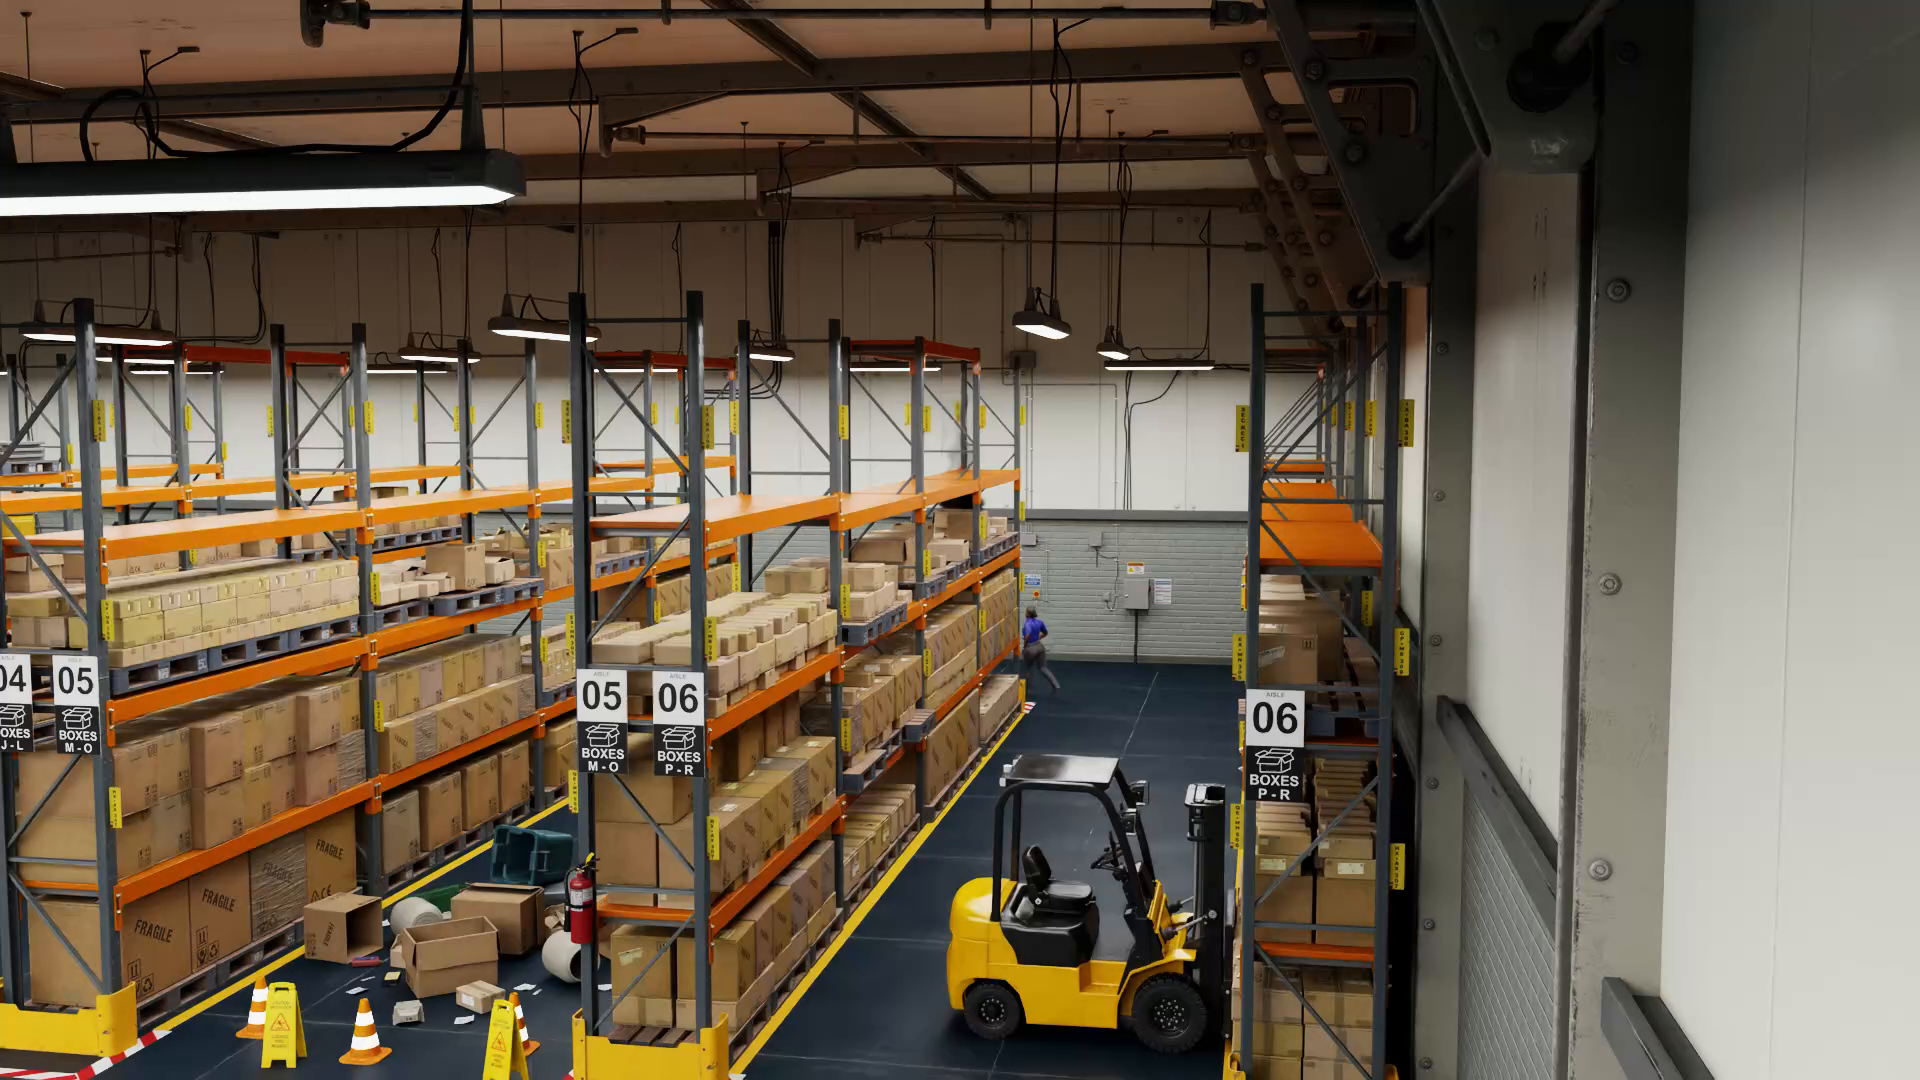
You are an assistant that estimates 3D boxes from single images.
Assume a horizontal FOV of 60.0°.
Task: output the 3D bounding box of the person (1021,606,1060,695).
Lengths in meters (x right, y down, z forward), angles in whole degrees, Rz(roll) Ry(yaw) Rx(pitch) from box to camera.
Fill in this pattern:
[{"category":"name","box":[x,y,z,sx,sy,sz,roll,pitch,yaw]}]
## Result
[{"category":"person","box":[1.287,2.025,29.416,0.662,1.537,0.921,-3,6,-37]}]
